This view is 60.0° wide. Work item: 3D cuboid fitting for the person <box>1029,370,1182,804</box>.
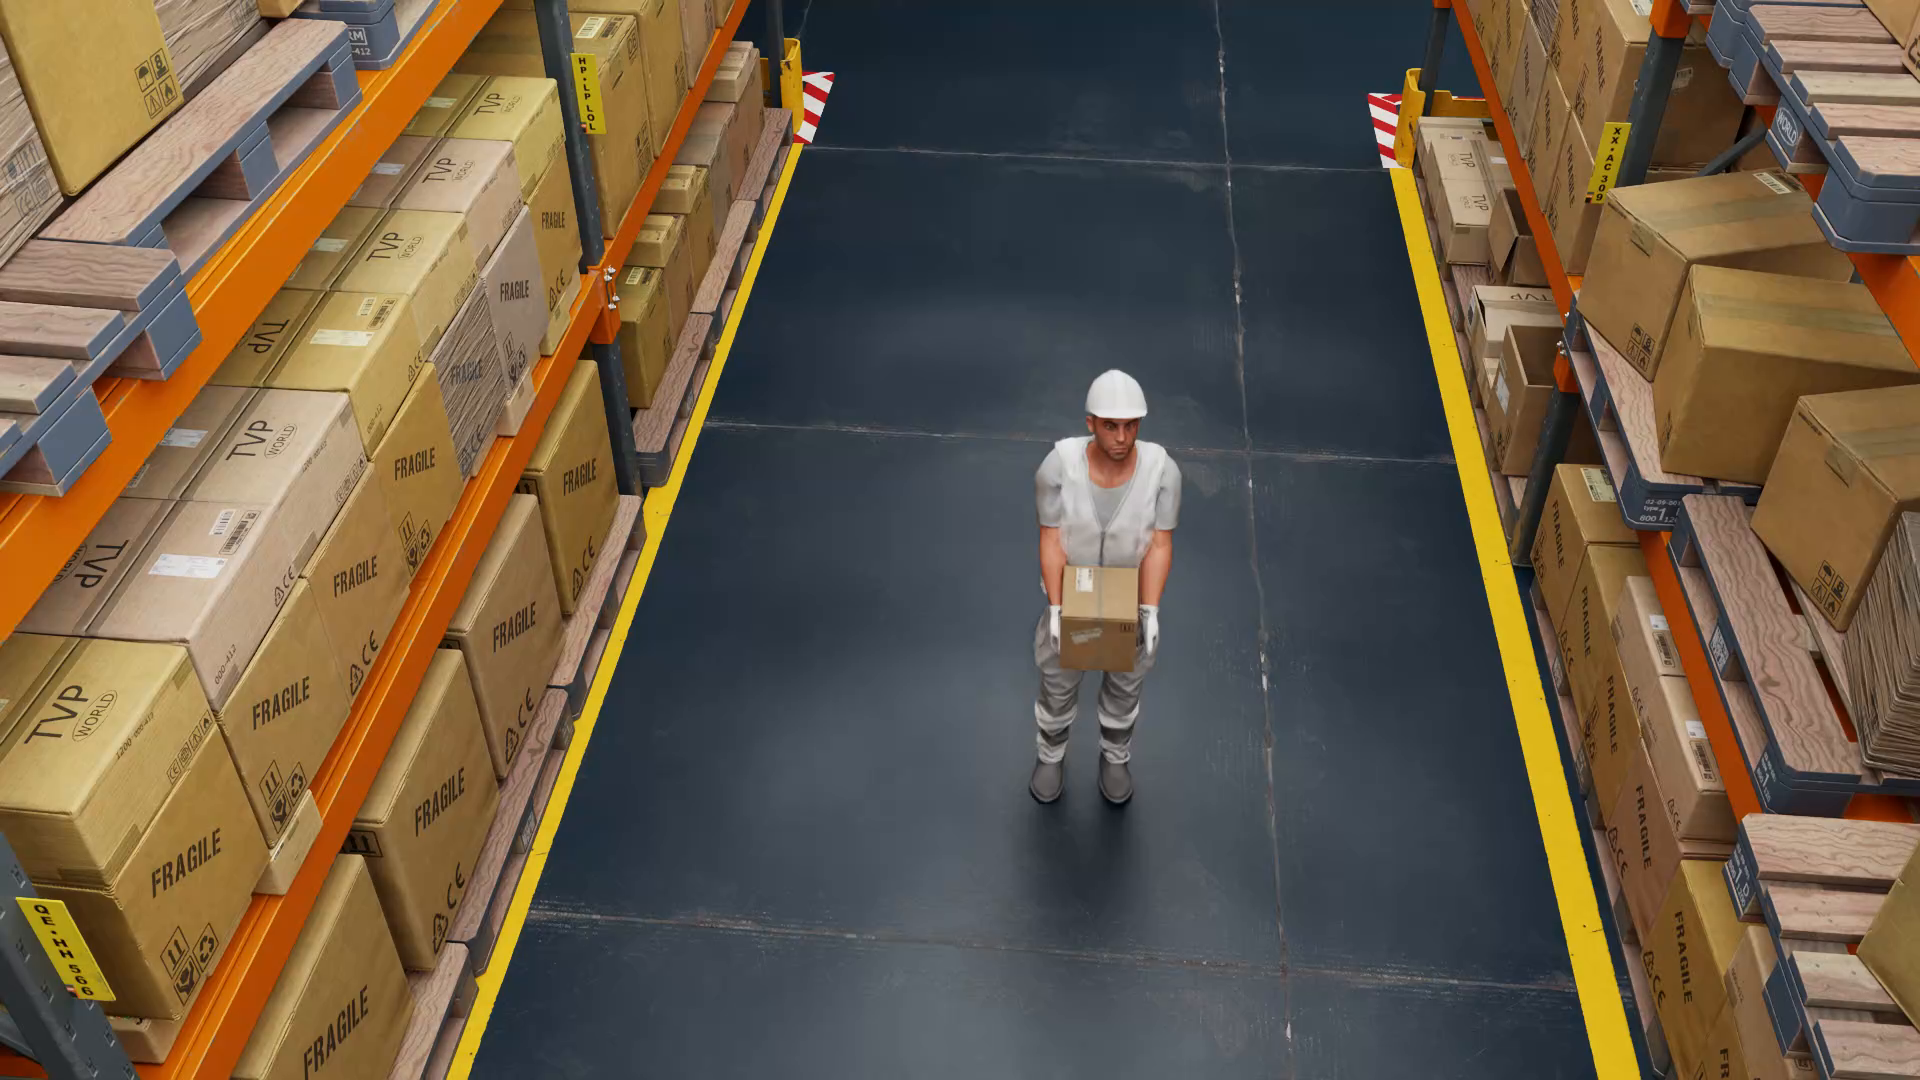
[{"bbox_3d":[0.499,0.259,5.825,0.504,1.790,0.559,0,40,0],"label":"person"}]
